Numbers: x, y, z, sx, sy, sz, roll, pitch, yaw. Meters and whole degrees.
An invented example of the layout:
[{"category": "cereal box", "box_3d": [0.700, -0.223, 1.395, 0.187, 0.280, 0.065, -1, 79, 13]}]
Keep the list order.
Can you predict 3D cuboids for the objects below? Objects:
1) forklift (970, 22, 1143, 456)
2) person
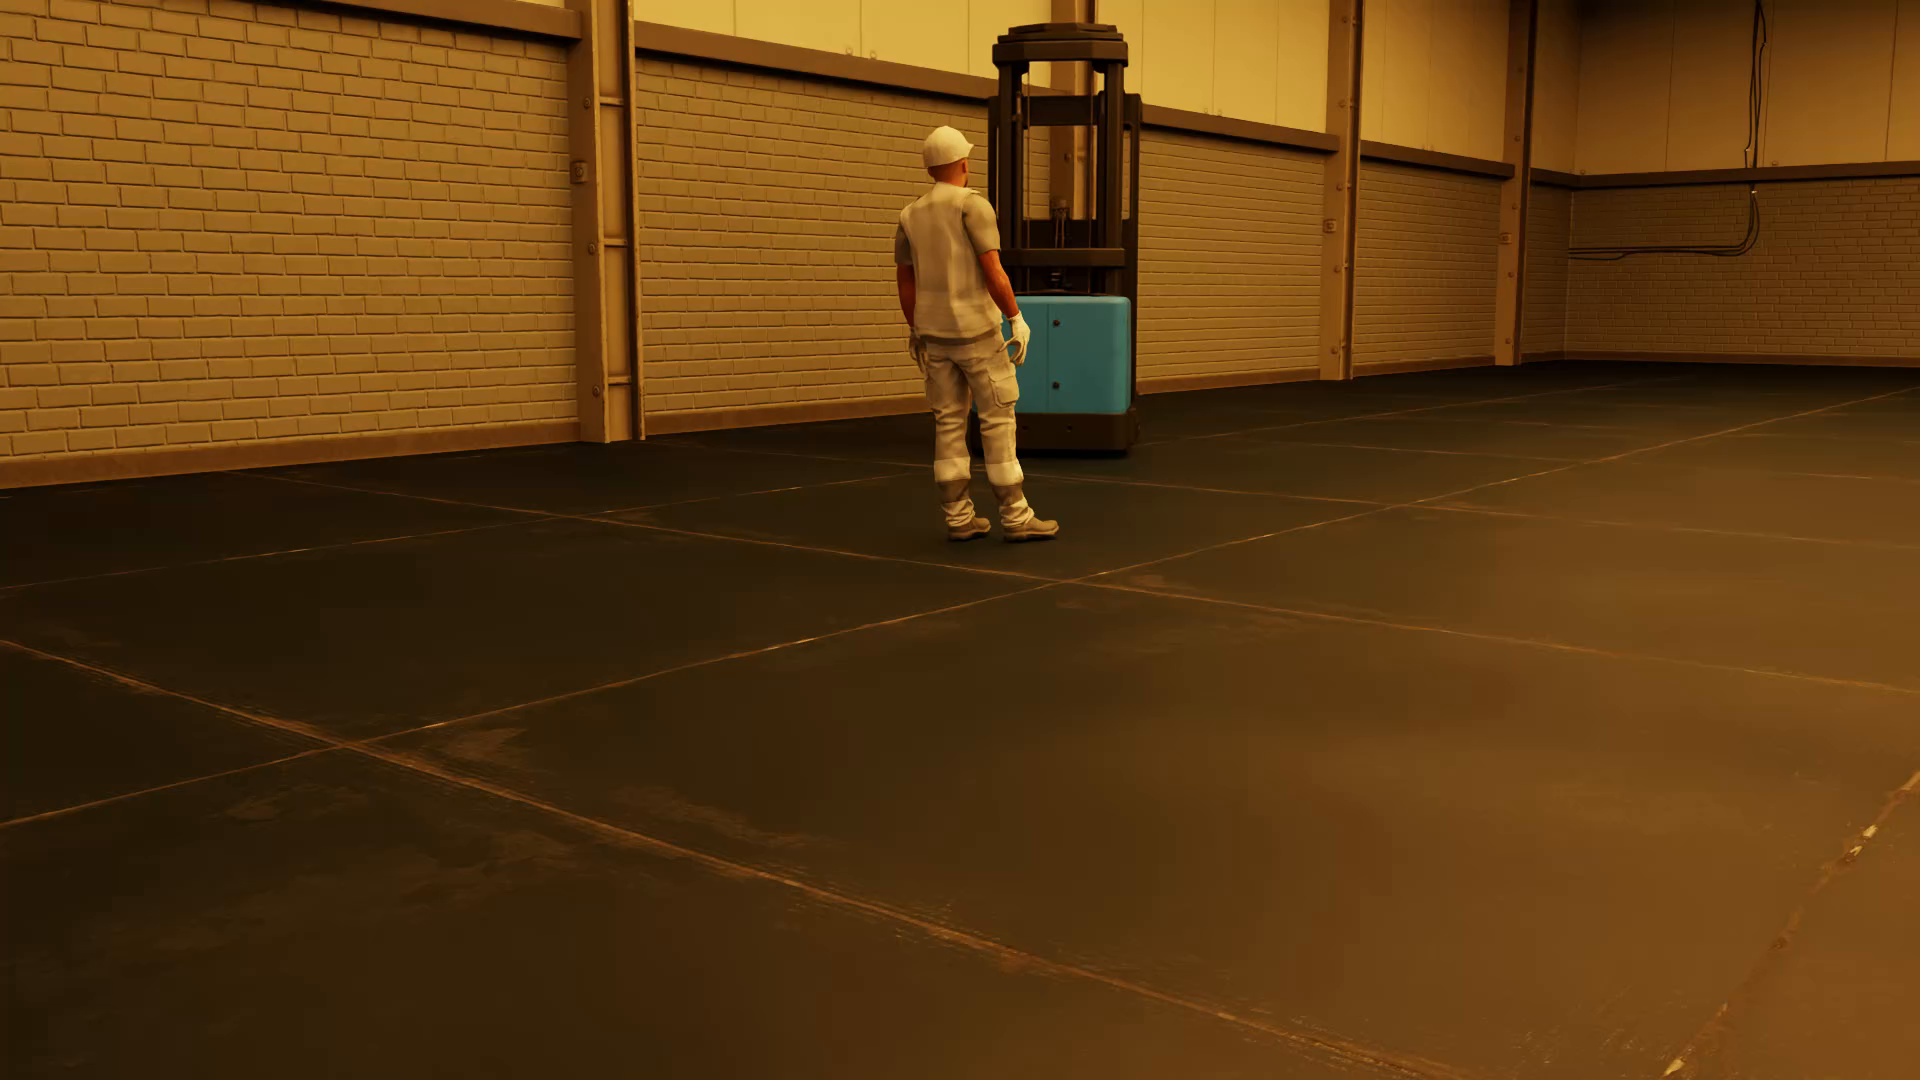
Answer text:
[{"category": "forklift", "box_3d": [0.777, -2.194, 12.274, 1.130, 2.935, 3.031, 1, 8, 8]}, {"category": "person", "box_3d": [0.060, -0.901, 7.329, 0.637, 1.790, 0.562, 7, 11, 38]}]
